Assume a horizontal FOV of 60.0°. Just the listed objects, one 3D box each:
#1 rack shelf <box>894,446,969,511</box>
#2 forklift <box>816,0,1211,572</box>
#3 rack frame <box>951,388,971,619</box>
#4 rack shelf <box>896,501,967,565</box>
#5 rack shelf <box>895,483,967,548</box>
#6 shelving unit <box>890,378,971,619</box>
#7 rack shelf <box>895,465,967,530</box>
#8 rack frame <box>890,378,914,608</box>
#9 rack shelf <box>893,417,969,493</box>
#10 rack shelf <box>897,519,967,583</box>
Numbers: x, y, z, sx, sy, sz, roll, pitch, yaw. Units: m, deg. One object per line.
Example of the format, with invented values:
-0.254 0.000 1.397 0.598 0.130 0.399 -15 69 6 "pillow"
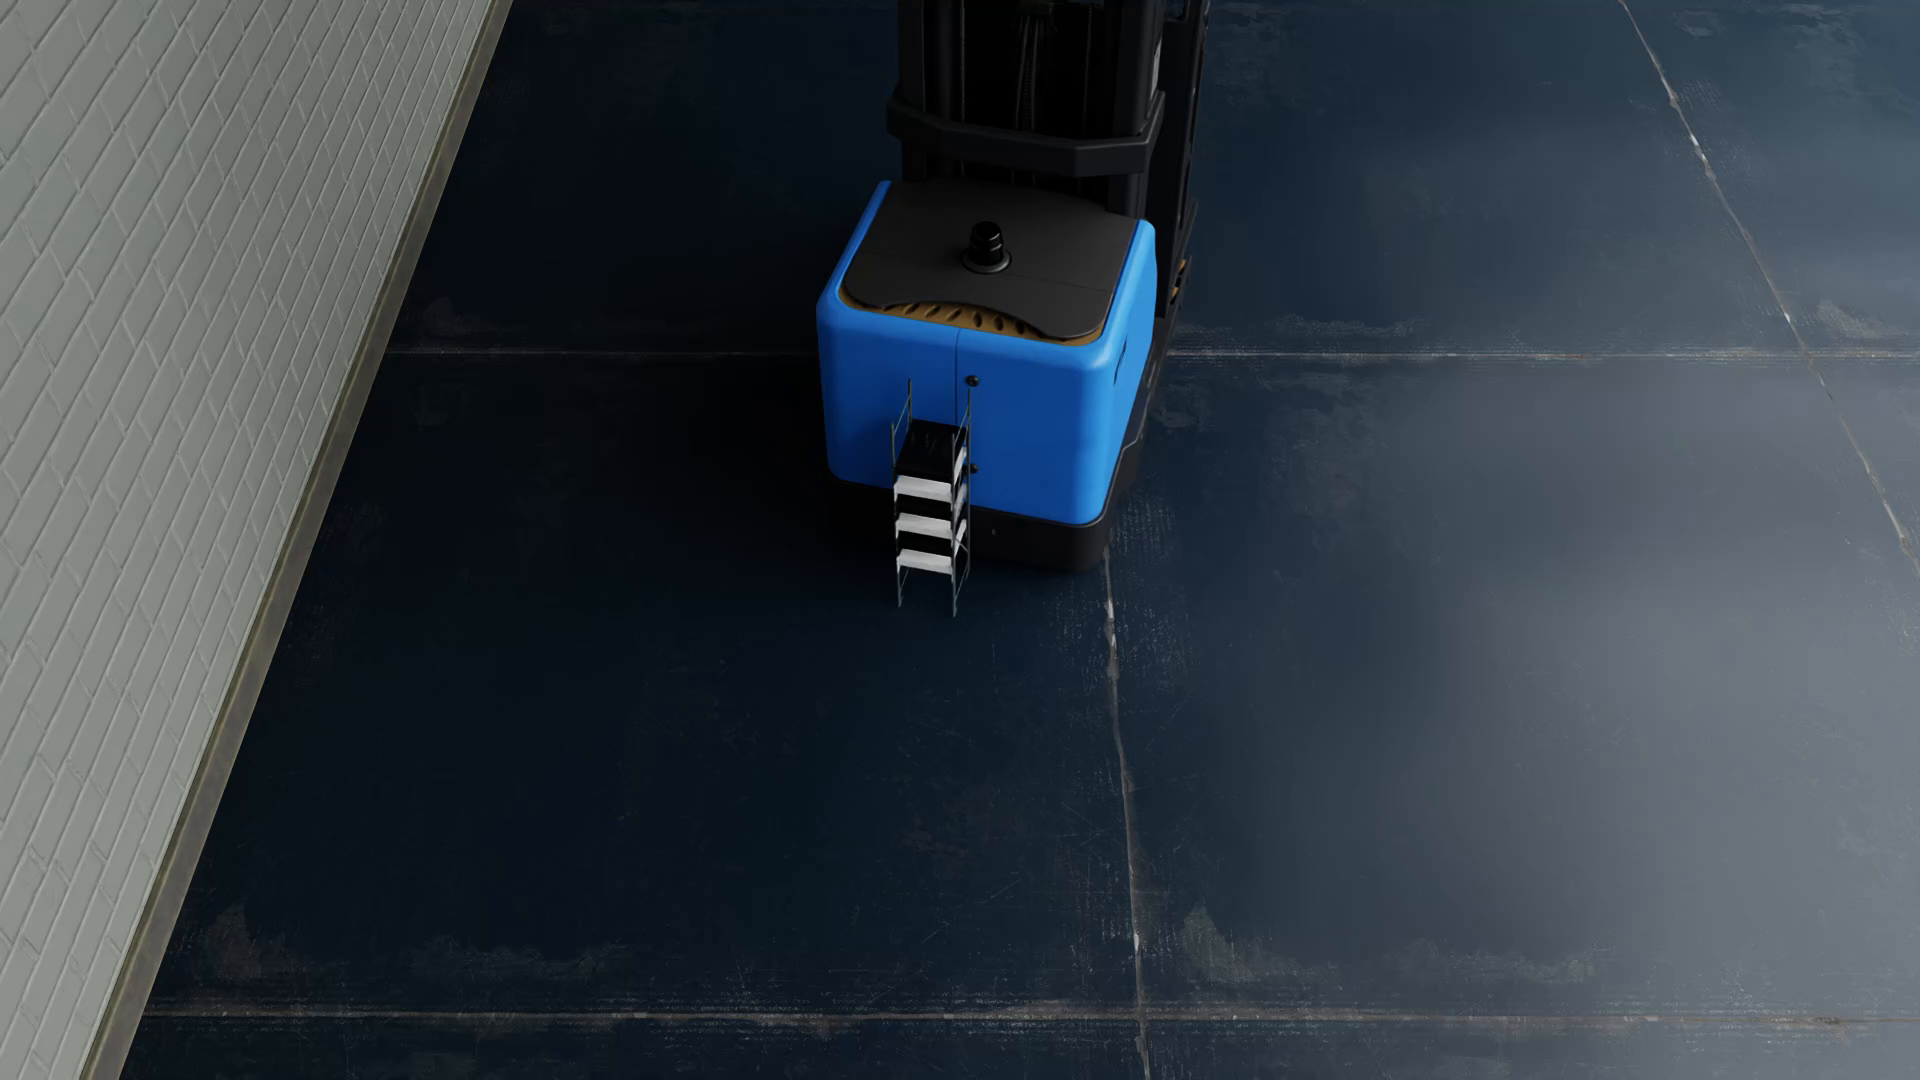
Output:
-0.095 -0.227 5.646 0.200 0.077 0.258 10 48 9 "rack shelf"
0.377 -1.983 6.094 1.130 2.935 3.031 11 48 10 "forklift"
0.004 -0.109 5.737 0.006 0.900 0.240 10 48 9 "rack frame"
-0.095 -0.043 5.844 0.200 0.077 0.258 10 48 9 "rack shelf"
-0.095 -0.104 5.778 0.200 0.077 0.258 10 48 9 "rack shelf"
-0.095 -0.127 5.753 0.210 0.900 0.258 10 48 9 "shelving unit"
-0.095 -0.165 5.712 0.200 0.077 0.258 10 48 9 "rack shelf"
-0.193 -0.145 5.770 0.006 0.900 0.240 10 48 9 "rack frame"
-0.095 -0.288 5.580 0.200 0.077 0.258 10 48 9 "rack shelf"
-0.095 0.019 5.909 0.200 0.077 0.258 10 48 9 "rack shelf"
